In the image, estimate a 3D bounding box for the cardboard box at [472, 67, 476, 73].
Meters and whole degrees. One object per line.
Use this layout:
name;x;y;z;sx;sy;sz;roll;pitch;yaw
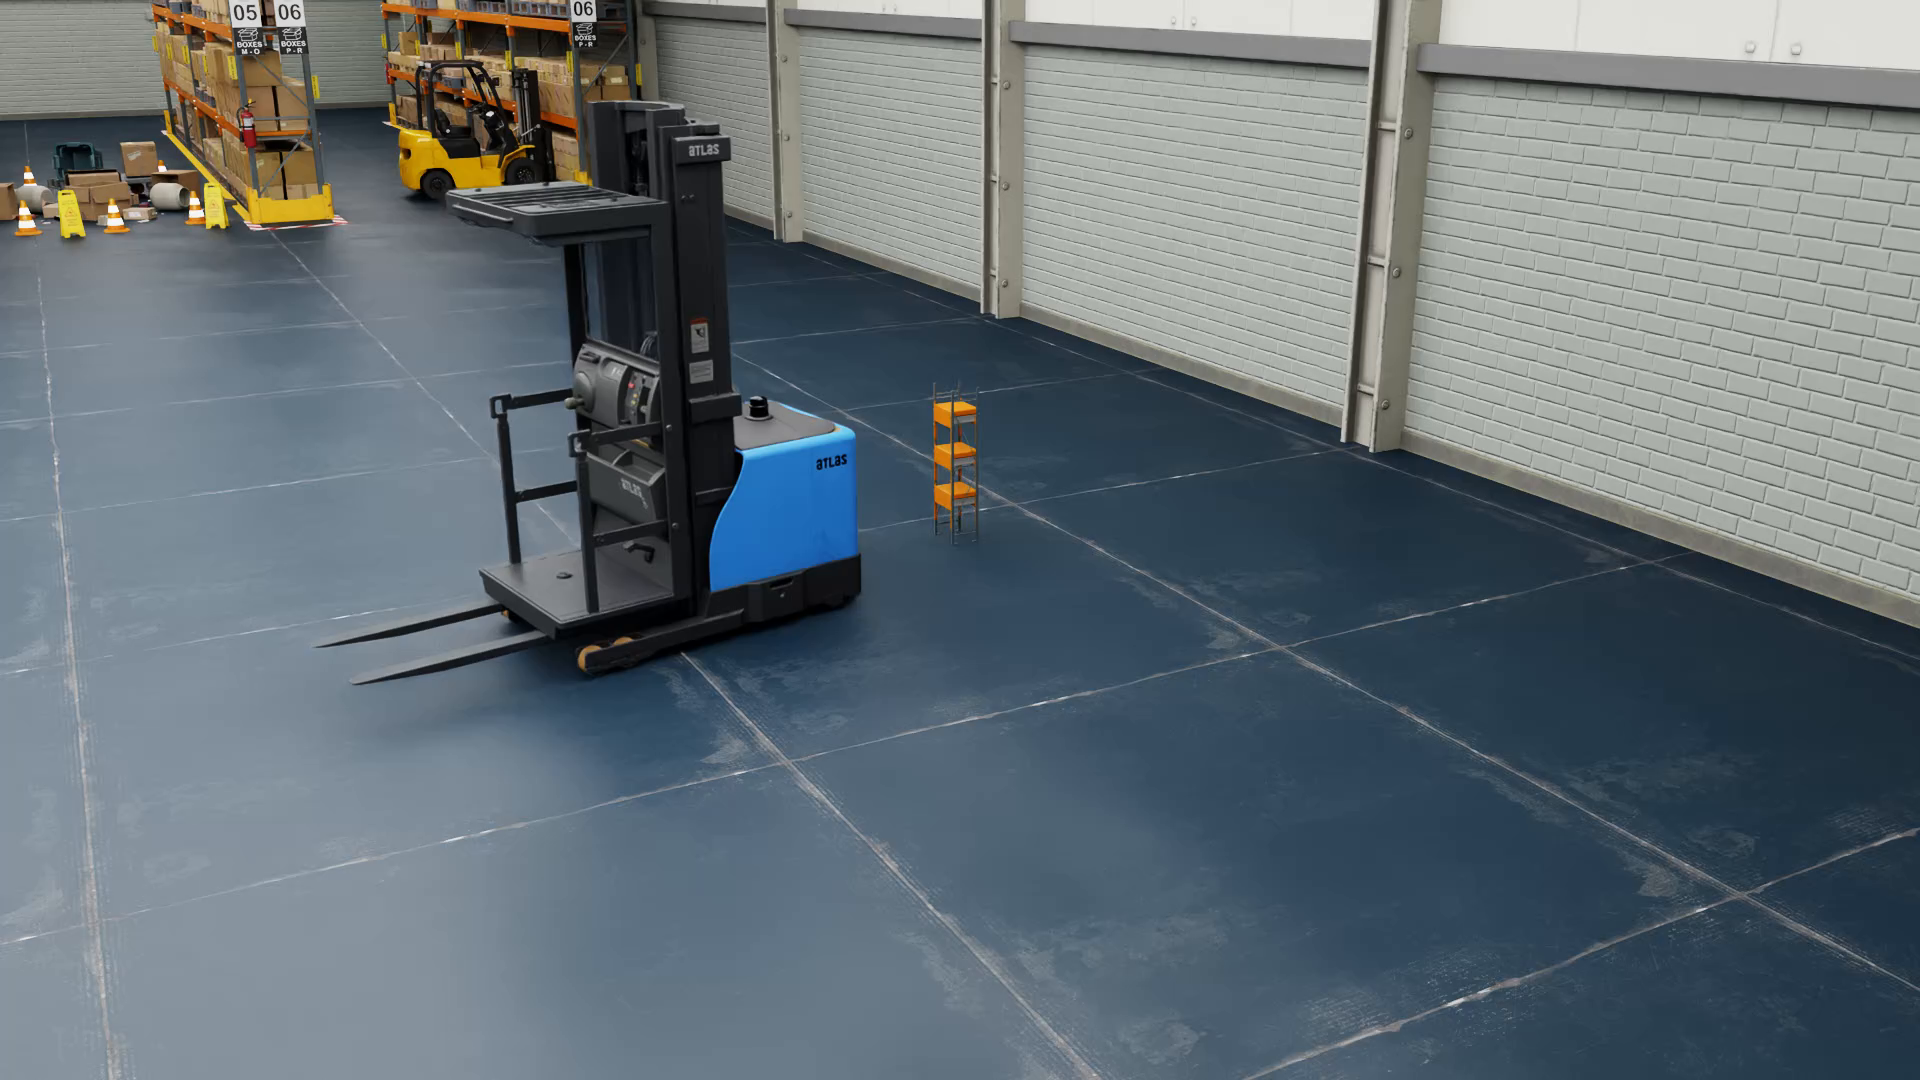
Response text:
cardboard box;-9.272;-9.168;32.564;0.500;0.250;0.500;-9;21;-25

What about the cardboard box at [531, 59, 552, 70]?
cardboard box;-7.203;-8.227;28.771;0.380;0.149;0.250;-10;22;-28

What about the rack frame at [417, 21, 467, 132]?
rack frame;-11.404;-10.460;36.845;1.000;3.000;0.127;-10;21;-27

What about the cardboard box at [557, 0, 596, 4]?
cardboard box;-6.130;-8.815;26.530;0.500;0.500;0.500;-9;21;-25

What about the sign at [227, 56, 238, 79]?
sign;-10.570;-6.861;24.158;0.100;0.325;0.005;-10;21;-27

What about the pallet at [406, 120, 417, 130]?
pallet;-12.313;-9.689;38.888;1.003;0.211;1.213;-10;21;-27

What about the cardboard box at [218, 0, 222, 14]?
cardboard box;-10.778;-7.984;24.847;0.500;0.250;0.500;-10;22;-27

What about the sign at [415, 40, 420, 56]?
sign;-11.878;-10.783;36.454;0.100;0.325;0.005;-10;21;-27

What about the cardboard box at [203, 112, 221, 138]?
cardboard box;-14.126;-7.947;32.176;0.875;0.875;0.875;-10;22;-27

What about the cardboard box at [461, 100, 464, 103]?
cardboard box;-10.723;-9.579;36.487;0.380;0.149;0.250;-10;21;-26

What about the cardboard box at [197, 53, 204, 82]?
cardboard box;-13.349;-8.463;29.805;0.500;0.500;0.500;-10;21;-26

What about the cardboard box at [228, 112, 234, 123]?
cardboard box;-11.361;-6.698;26.328;0.380;0.149;0.250;-10;21;-27

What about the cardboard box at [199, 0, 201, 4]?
cardboard box;-12.854;-9.377;28.694;0.500;0.250;0.500;-10;21;-26

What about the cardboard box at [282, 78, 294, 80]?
cardboard box;-10.794;-7.051;26.357;0.500;0.500;0.500;-10;22;-28

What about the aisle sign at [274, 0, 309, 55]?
aisle sign;-9.770;-7.504;24.294;0.394;0.787;0.004;-10;21;-27

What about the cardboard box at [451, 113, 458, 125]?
cardboard box;-10.374;-8.711;34.967;0.500;0.500;0.500;-9;21;-24

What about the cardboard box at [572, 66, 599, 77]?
cardboard box;-6.061;-7.580;26.895;0.380;0.149;0.250;-10;21;-27

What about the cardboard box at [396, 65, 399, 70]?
cardboard box;-13.227;-11.286;39.626;0.380;0.149;0.250;-9;21;-25

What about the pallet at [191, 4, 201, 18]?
pallet;-12.666;-9.213;28.923;1.213;0.211;1.003;-10;21;-27

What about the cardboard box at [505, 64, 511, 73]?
cardboard box;-8.101;-8.652;30.459;0.380;0.149;0.250;-10;22;-27

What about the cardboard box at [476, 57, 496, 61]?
cardboard box;-9.205;-9.309;32.362;0.380;0.149;0.250;-10;21;-26

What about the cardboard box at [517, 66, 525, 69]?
cardboard box;-7.685;-8.385;29.684;0.380;0.149;0.250;-10;22;-28

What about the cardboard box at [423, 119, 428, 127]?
cardboard box;-11.927;-9.425;37.573;0.380;0.149;0.250;-11;22;-28

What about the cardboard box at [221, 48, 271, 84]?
cardboard box;-10.741;-7.165;25.154;0.700;0.500;0.500;-10;21;-26

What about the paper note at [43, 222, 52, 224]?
paper note;-13.611;-4.746;24.841;0.144;0.017;0.142;-3;19;-8

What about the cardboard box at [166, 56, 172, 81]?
cardboard box;-16.717;-10.119;35.706;0.500;0.500;0.500;-10;22;-27

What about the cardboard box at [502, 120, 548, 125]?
cardboard box;-8.225;-7.611;31.587;0.875;0.625;0.625;-10;22;-27

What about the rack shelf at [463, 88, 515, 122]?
rack shelf;-8.555;-8.397;31.971;1.077;0.370;4.000;-10;21;-27

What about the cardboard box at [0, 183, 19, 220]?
cardboard box;-14.640;-5.130;25.229;0.500;0.500;0.500;-6;20;-17

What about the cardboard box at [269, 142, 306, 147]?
cardboard box;-10.707;-6.074;26.557;0.500;0.500;0.500;-10;21;-26

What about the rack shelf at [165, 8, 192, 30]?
rack shelf;-14.821;-10.194;32.578;1.077;0.370;4.000;-10;21;-27

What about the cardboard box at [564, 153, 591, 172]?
cardboard box;-6.212;-6.241;27.425;0.500;0.250;0.500;-10;22;-27

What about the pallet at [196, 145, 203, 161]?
pallet;-14.755;-7.811;33.444;1.003;0.211;1.213;-10;21;-27

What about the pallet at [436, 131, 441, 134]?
pallet;-10.985;-8.914;36.640;1.003;0.211;1.213;-10;21;-27

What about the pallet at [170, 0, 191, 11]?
pallet;-14.757;-10.367;32.269;1.003;0.211;1.213;-9;21;-24

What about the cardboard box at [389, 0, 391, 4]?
cardboard box;-13.075;-12.545;38.674;0.380;0.149;0.250;-9;21;-25

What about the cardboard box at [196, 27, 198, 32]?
cardboard box;-15.828;-10.718;34.914;0.380;0.149;0.250;-10;21;-26

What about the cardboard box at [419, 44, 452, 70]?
cardboard box;-11.371;-10.532;36.257;0.700;0.500;0.500;-9;21;-25

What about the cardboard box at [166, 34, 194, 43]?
cardboard box;-16.238;-10.302;34.703;0.500;0.500;0.500;-10;21;-27

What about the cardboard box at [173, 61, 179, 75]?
cardboard box;-15.810;-9.685;34.064;0.500;0.250;0.500;-11;22;-28

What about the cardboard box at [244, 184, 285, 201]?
cardboard box;-10.704;-5.341;25.582;0.500;0.250;0.500;-10;21;-27

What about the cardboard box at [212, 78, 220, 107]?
cardboard box;-12.008;-7.412;27.402;0.500;0.500;0.500;-10;21;-27

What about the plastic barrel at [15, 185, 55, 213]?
plastic barrel;-14.391;-5.292;25.817;0.512;0.421;0.421;4;19;11

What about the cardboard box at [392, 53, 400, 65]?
cardboard box;-13.086;-11.361;39.231;0.500;0.250;0.500;-10;21;-26

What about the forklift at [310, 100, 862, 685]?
forklift;-2.066;-0.841;9.076;3.031;2.935;1.130;-14;24;-36

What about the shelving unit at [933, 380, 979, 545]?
shelving unit;-0.025;-0.512;11.005;0.215;1.050;0.252;-10;21;-27

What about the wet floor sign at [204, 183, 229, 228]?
wet floor sign;-10.924;-4.912;24.376;0.267;0.644;0.232;-3;19;-8

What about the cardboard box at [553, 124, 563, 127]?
cardboard box;-6.947;-7.280;29.669;0.500;0.250;0.500;-10;22;-27

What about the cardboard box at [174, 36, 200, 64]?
cardboard box;-15.313;-9.753;33.110;0.500;0.500;0.500;-11;22;-28

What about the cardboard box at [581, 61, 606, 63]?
cardboard box;-6.199;-8.029;28.196;0.380;0.149;0.250;-11;22;-28

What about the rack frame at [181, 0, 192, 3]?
rack frame;-13.871;-11.377;30.308;1.000;3.000;0.127;-10;21;-27
